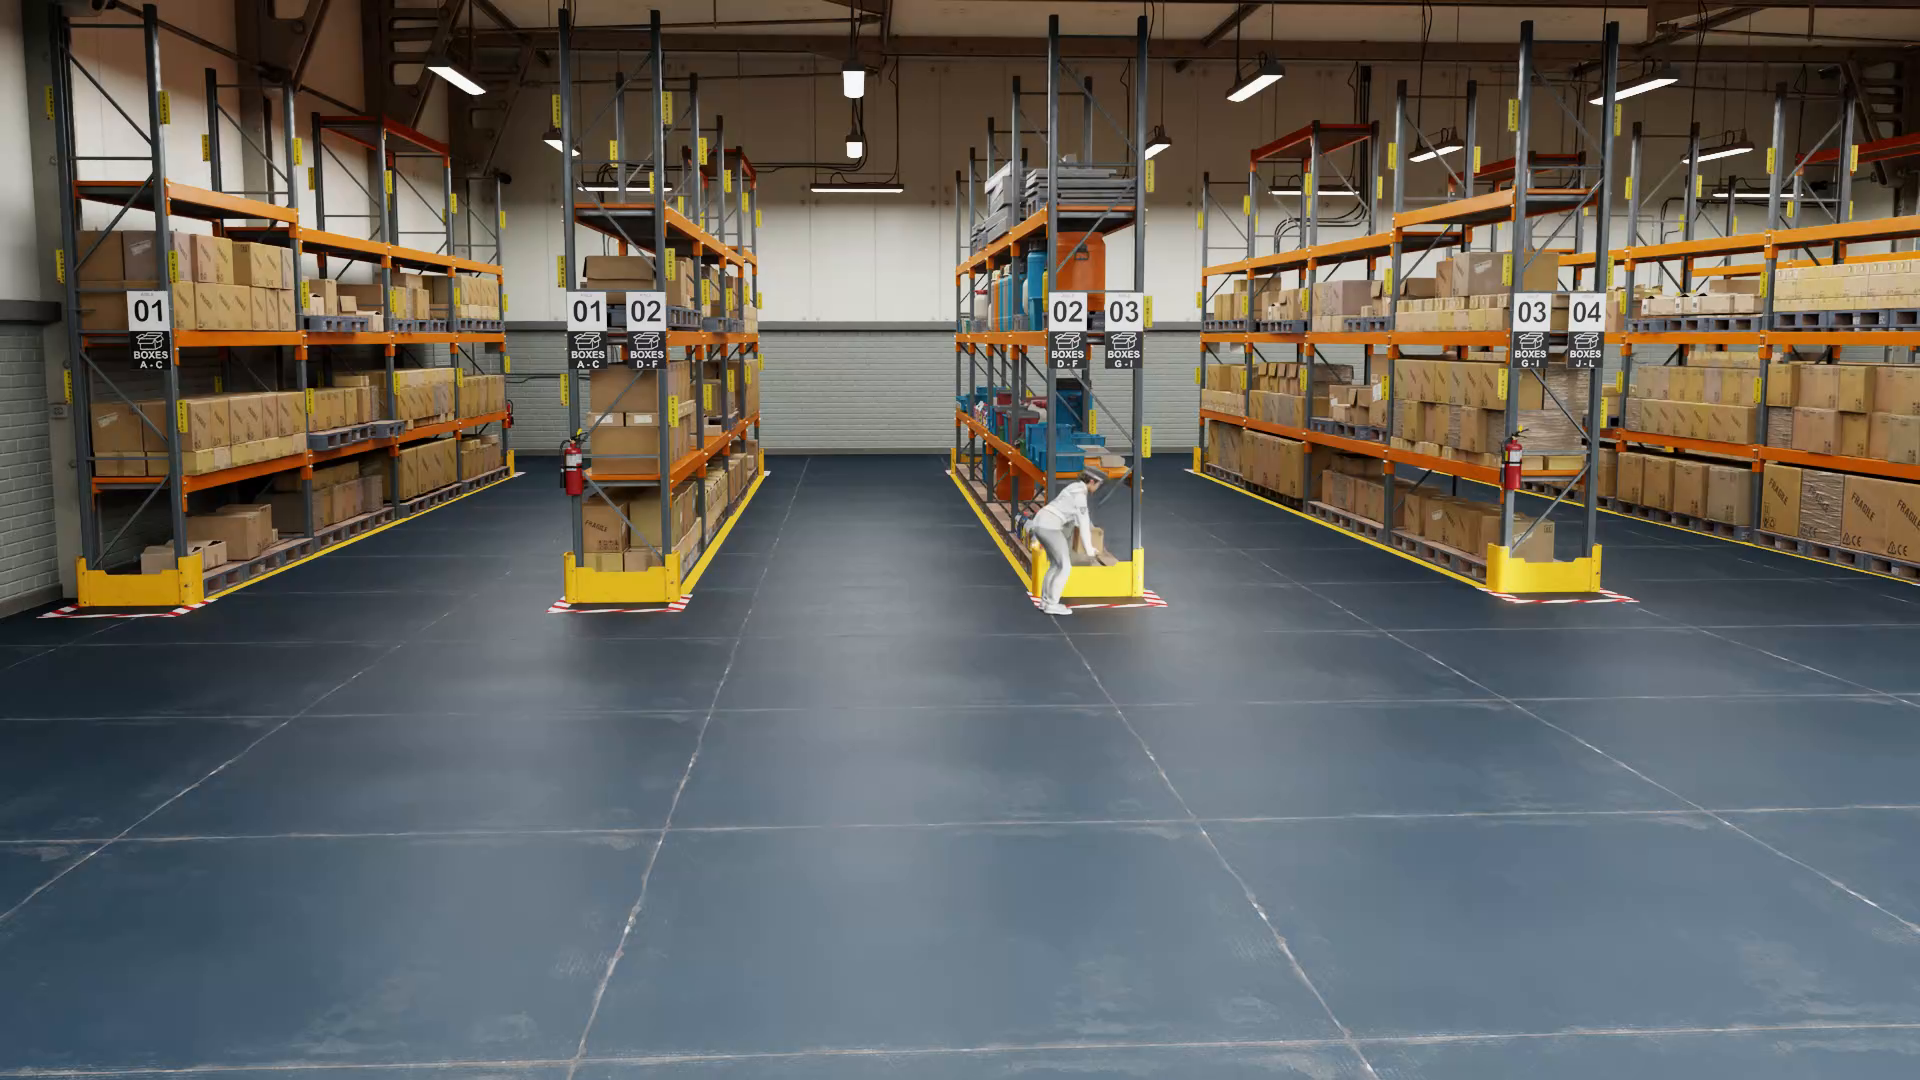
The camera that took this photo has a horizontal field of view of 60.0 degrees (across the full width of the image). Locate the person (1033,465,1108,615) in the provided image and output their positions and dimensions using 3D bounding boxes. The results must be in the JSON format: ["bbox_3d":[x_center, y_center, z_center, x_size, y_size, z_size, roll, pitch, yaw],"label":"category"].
[{"bbox_3d":[1.104,-0.007,16.625,0.756,1.473,0.416,-1,7,-12],"label":"person"}]
